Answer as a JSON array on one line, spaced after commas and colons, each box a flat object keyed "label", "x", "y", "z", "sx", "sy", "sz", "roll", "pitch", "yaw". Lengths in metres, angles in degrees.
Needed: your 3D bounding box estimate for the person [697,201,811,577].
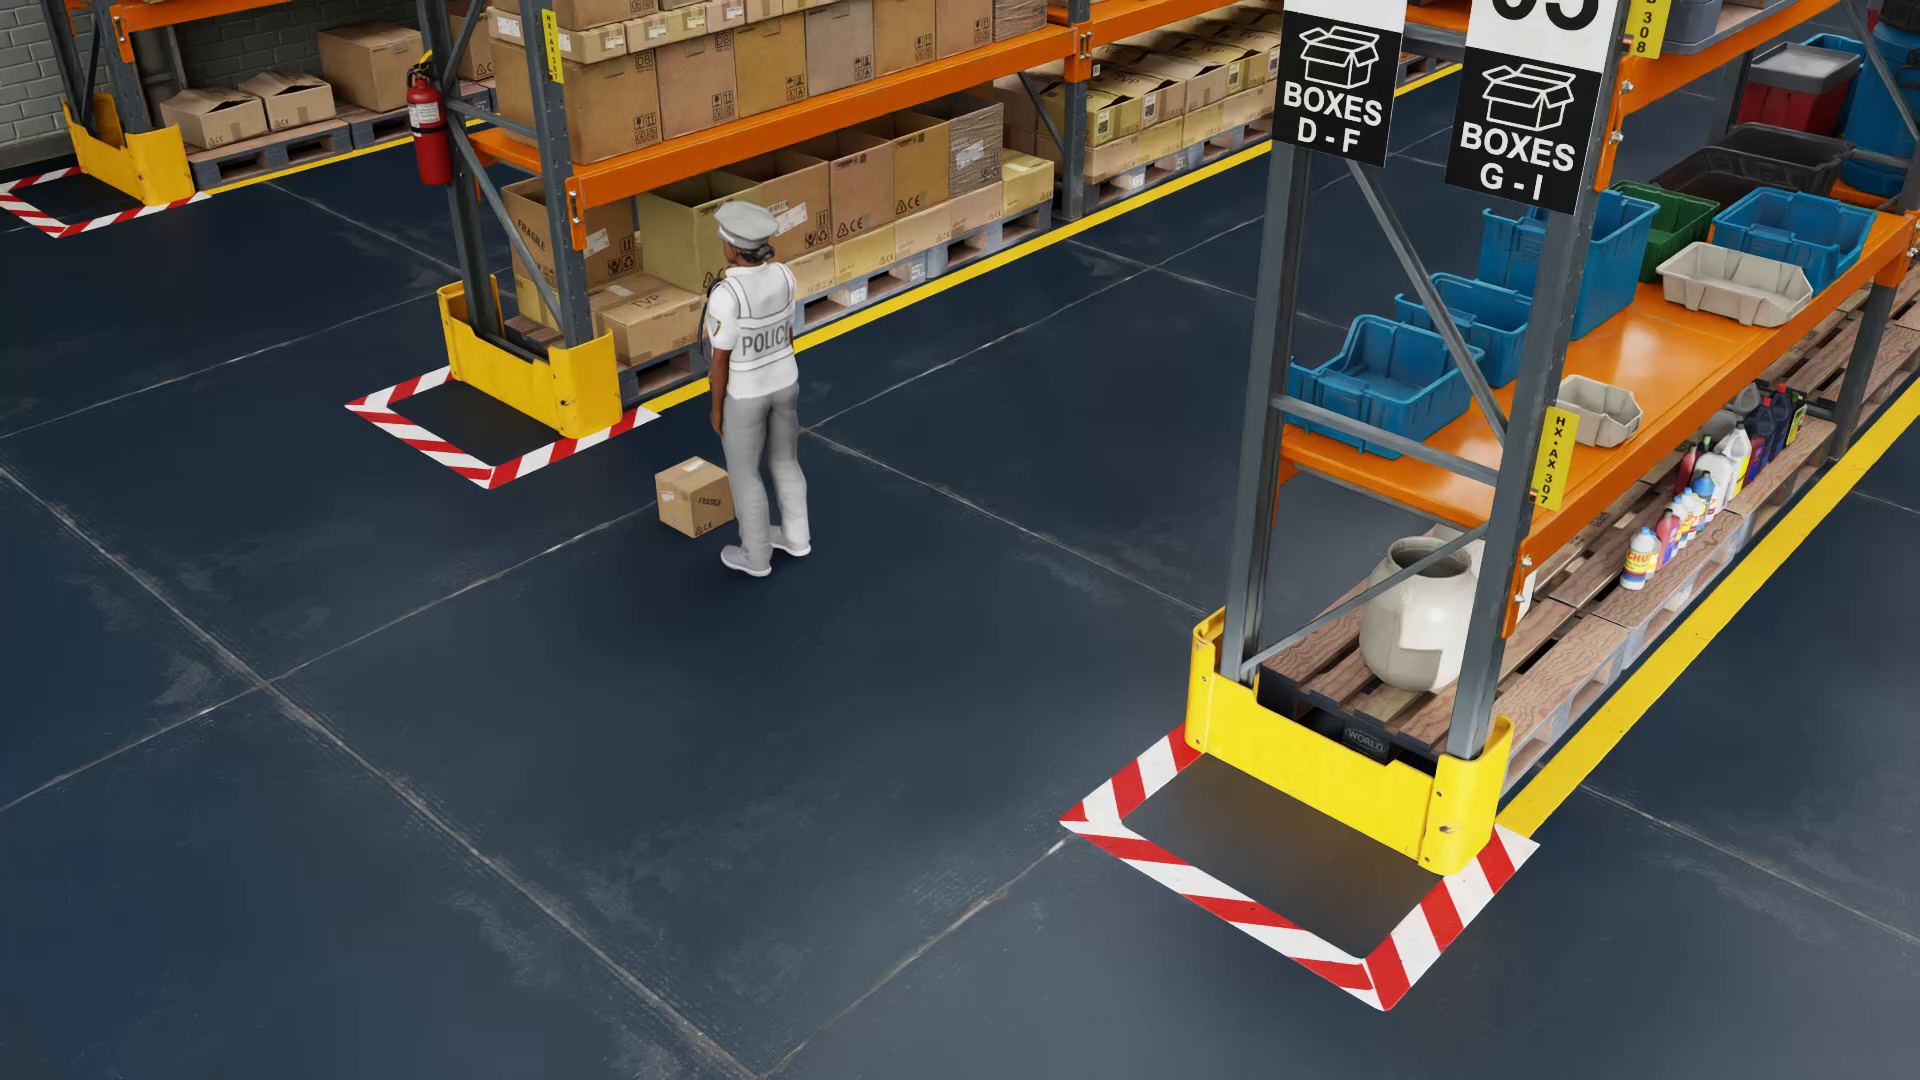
[{"label": "person", "x": -0.894, "y": -0.634, "z": 7.149, "sx": 0.337, "sy": 1.686, "sz": 0.443, "roll": 27, "pitch": 40, "yaw": 36}]
